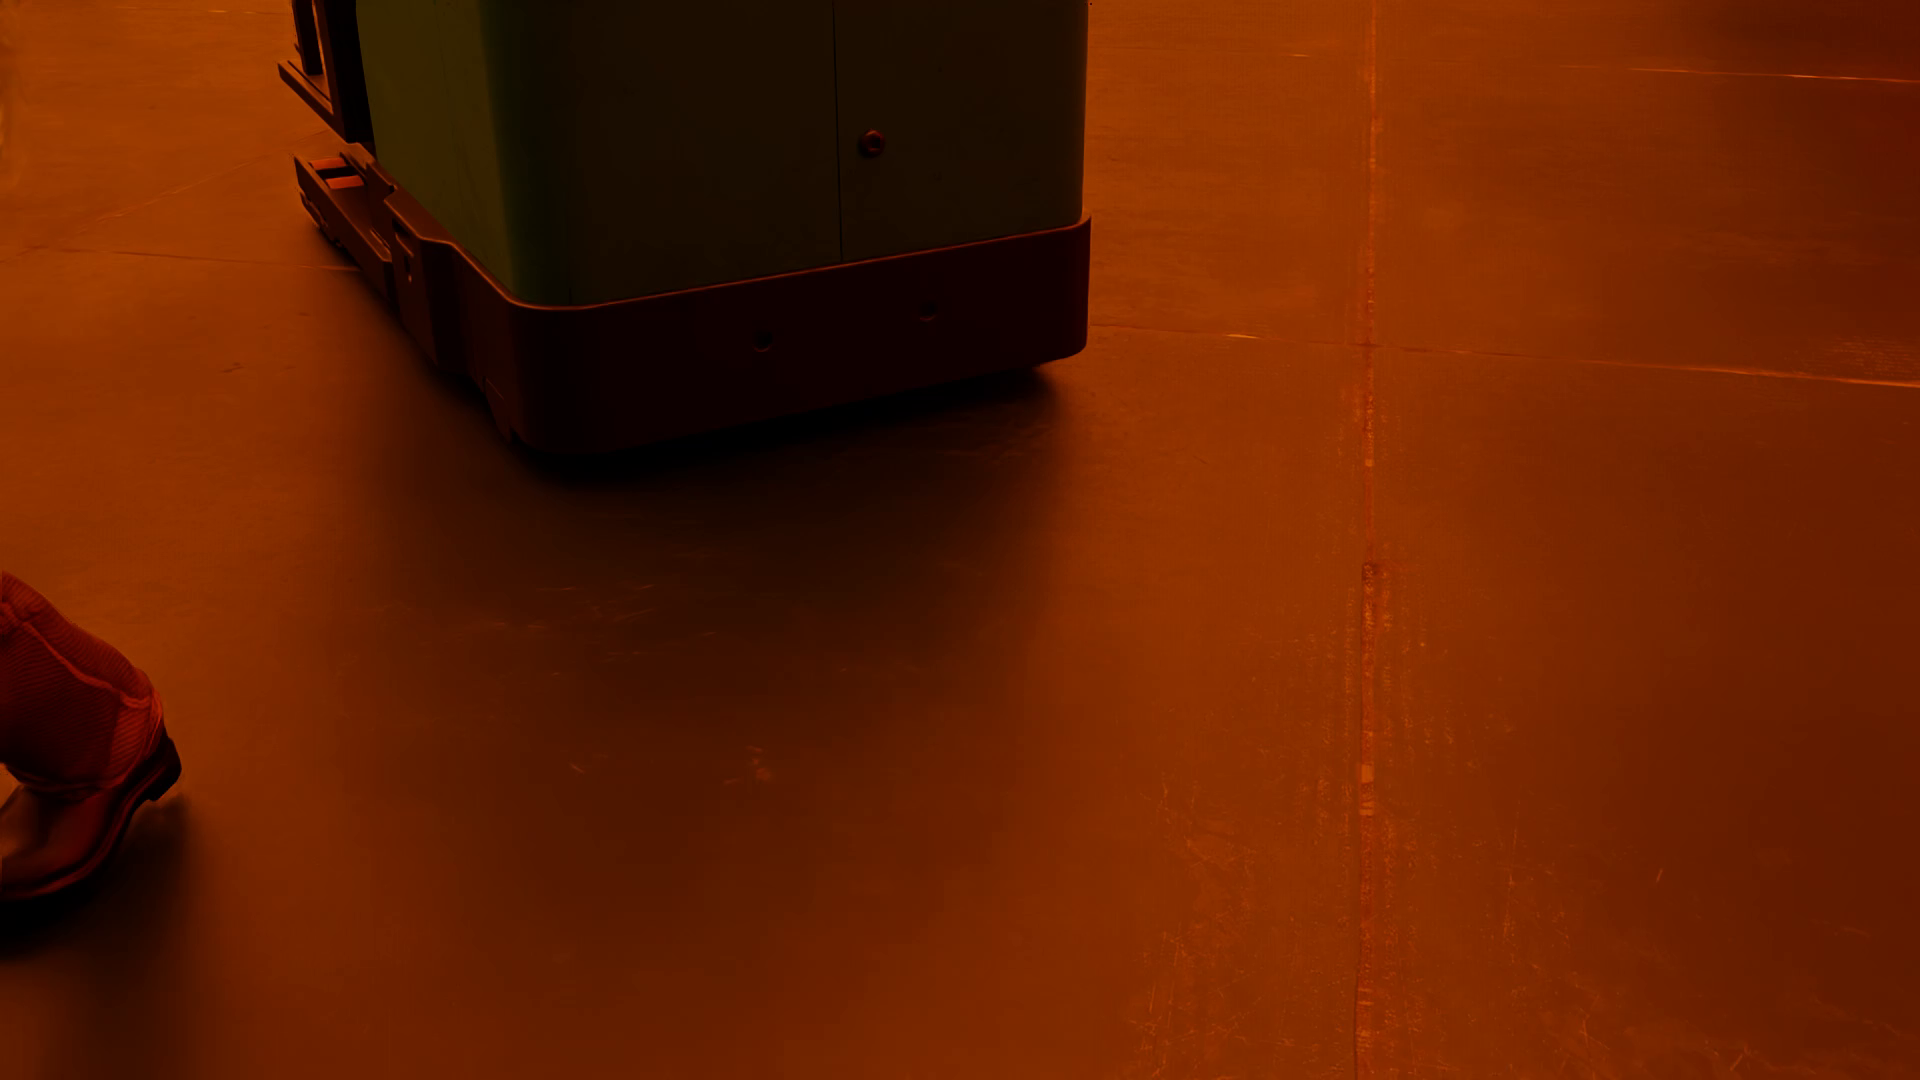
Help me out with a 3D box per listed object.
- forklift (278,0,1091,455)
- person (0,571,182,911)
[{"bbox_3d":[-0.929,-2.069,3.347,1.130,2.935,3.031,-14,30,-26],"label":"forklift"},{"bbox_3d":[-1.261,-0.241,1.348,0.989,1.638,0.536,-6,27,-11],"label":"person"}]
